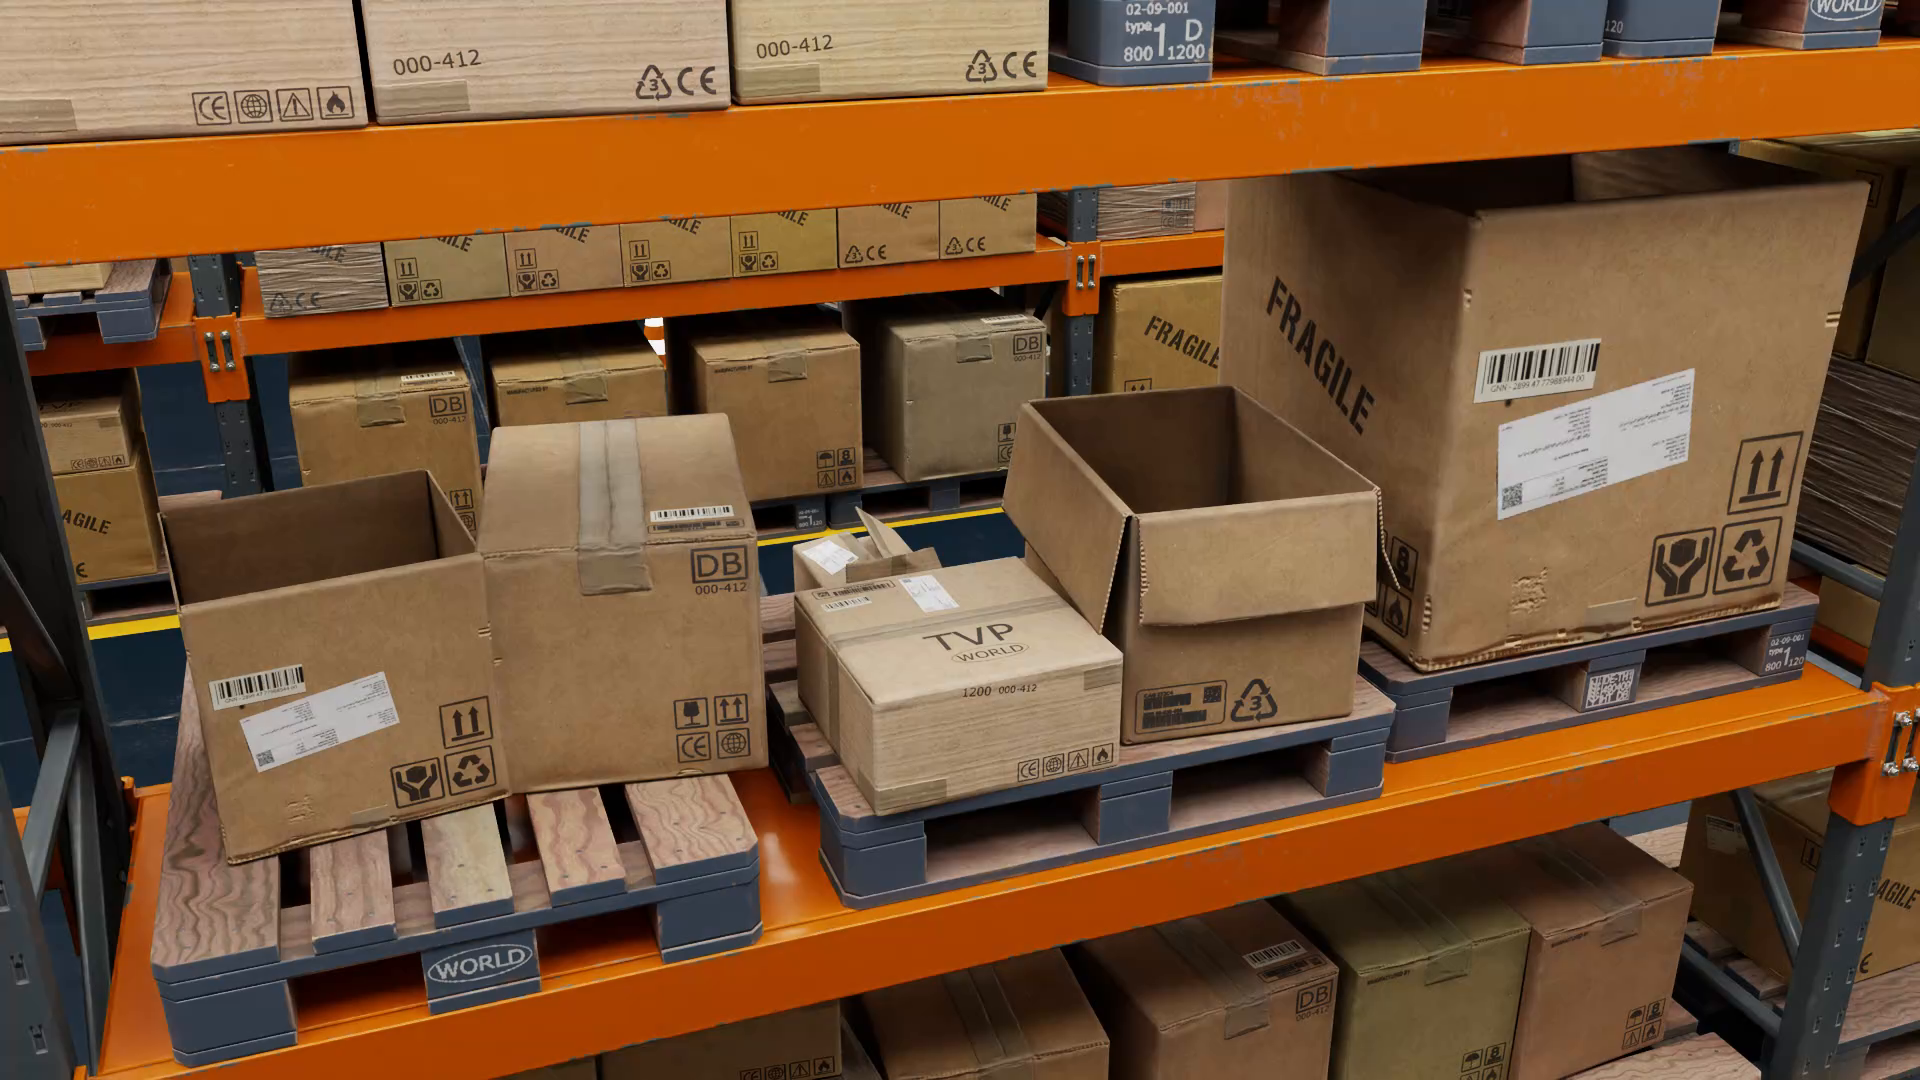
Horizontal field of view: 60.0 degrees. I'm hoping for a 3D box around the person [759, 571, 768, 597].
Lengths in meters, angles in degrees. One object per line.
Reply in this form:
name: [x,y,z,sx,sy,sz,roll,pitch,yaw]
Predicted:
person: [-0.934,0.230,5.723,0.560,1.332,0.439,-8,24,-18]
